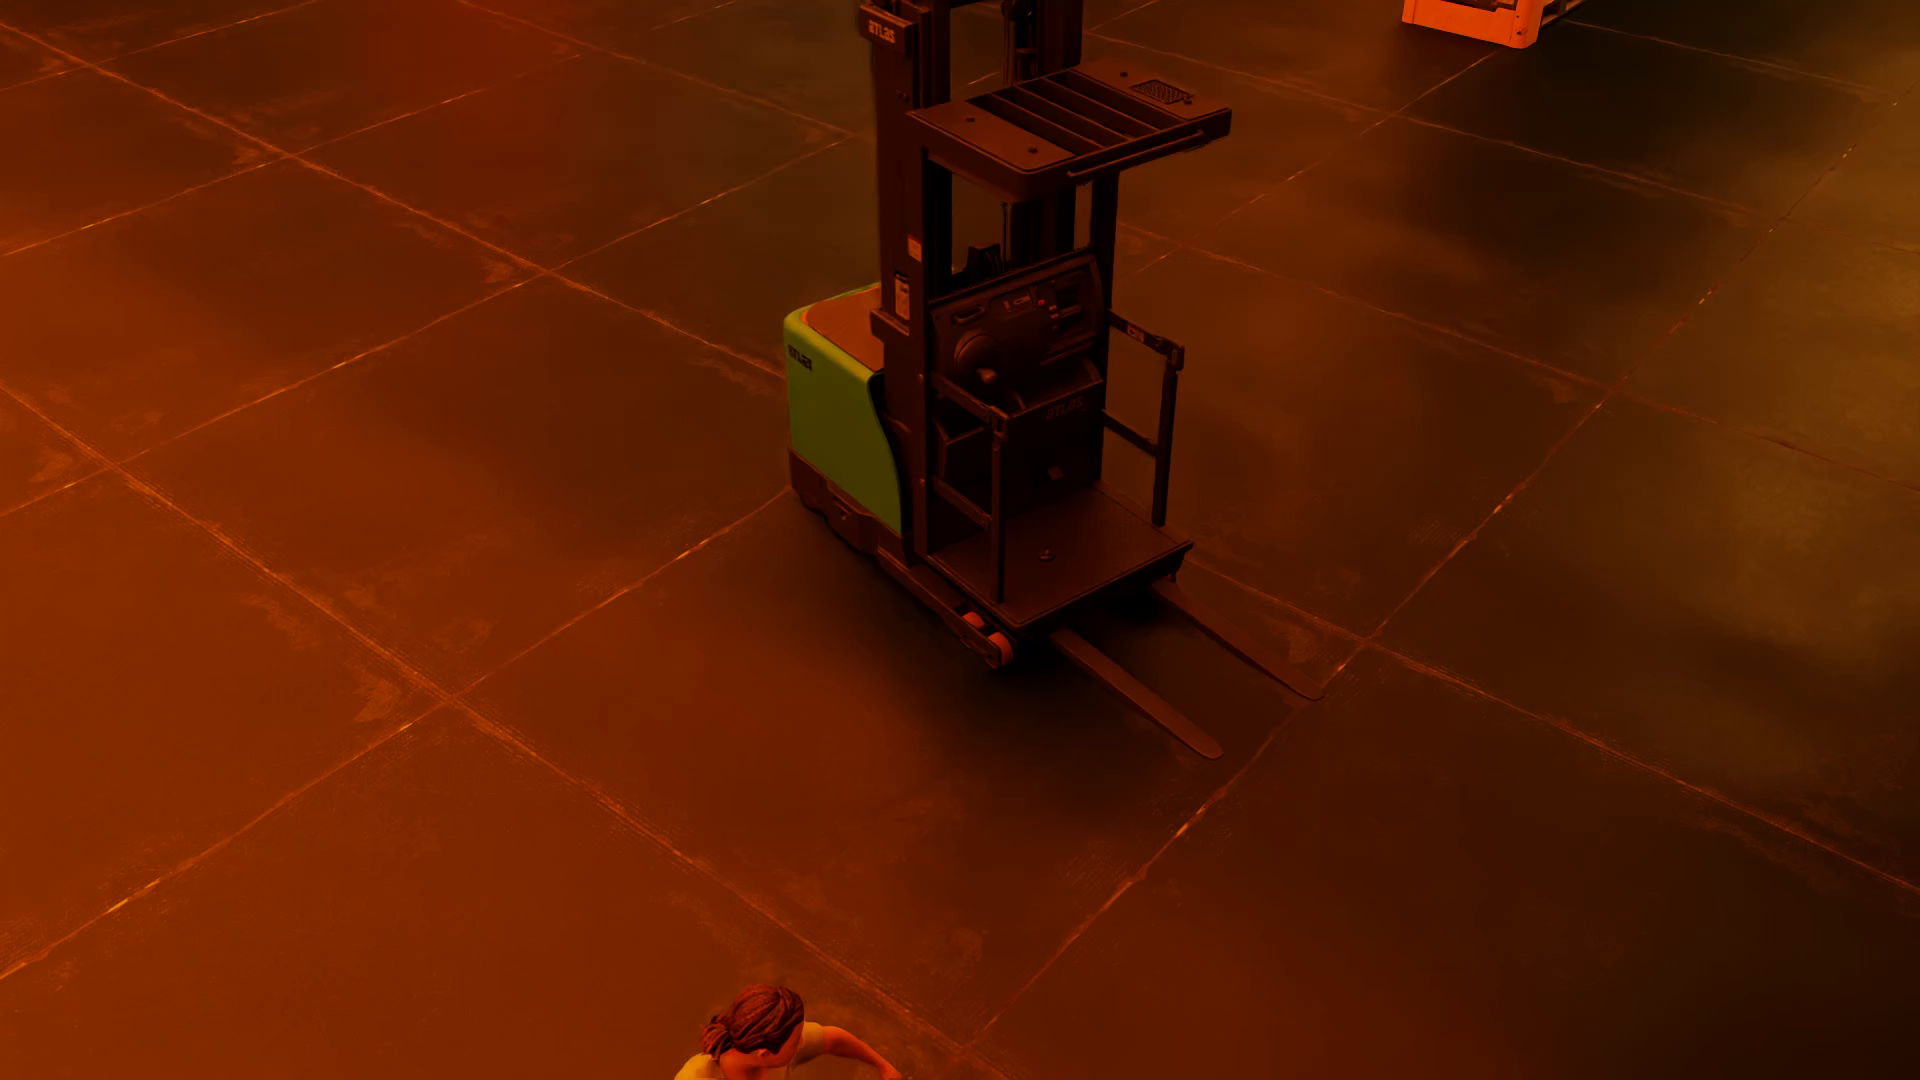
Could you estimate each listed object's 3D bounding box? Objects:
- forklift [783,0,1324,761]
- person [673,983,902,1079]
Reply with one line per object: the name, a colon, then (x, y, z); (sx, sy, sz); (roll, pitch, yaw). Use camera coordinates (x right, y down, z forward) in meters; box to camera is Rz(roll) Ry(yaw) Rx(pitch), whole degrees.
forklift: (0.398, -0.921, 7.283); (1.130, 2.935, 3.031); (-24, 42, -29)
person: (-0.509, 1.817, 4.853); (0.684, 1.440, 0.946); (-1, 36, -1)
